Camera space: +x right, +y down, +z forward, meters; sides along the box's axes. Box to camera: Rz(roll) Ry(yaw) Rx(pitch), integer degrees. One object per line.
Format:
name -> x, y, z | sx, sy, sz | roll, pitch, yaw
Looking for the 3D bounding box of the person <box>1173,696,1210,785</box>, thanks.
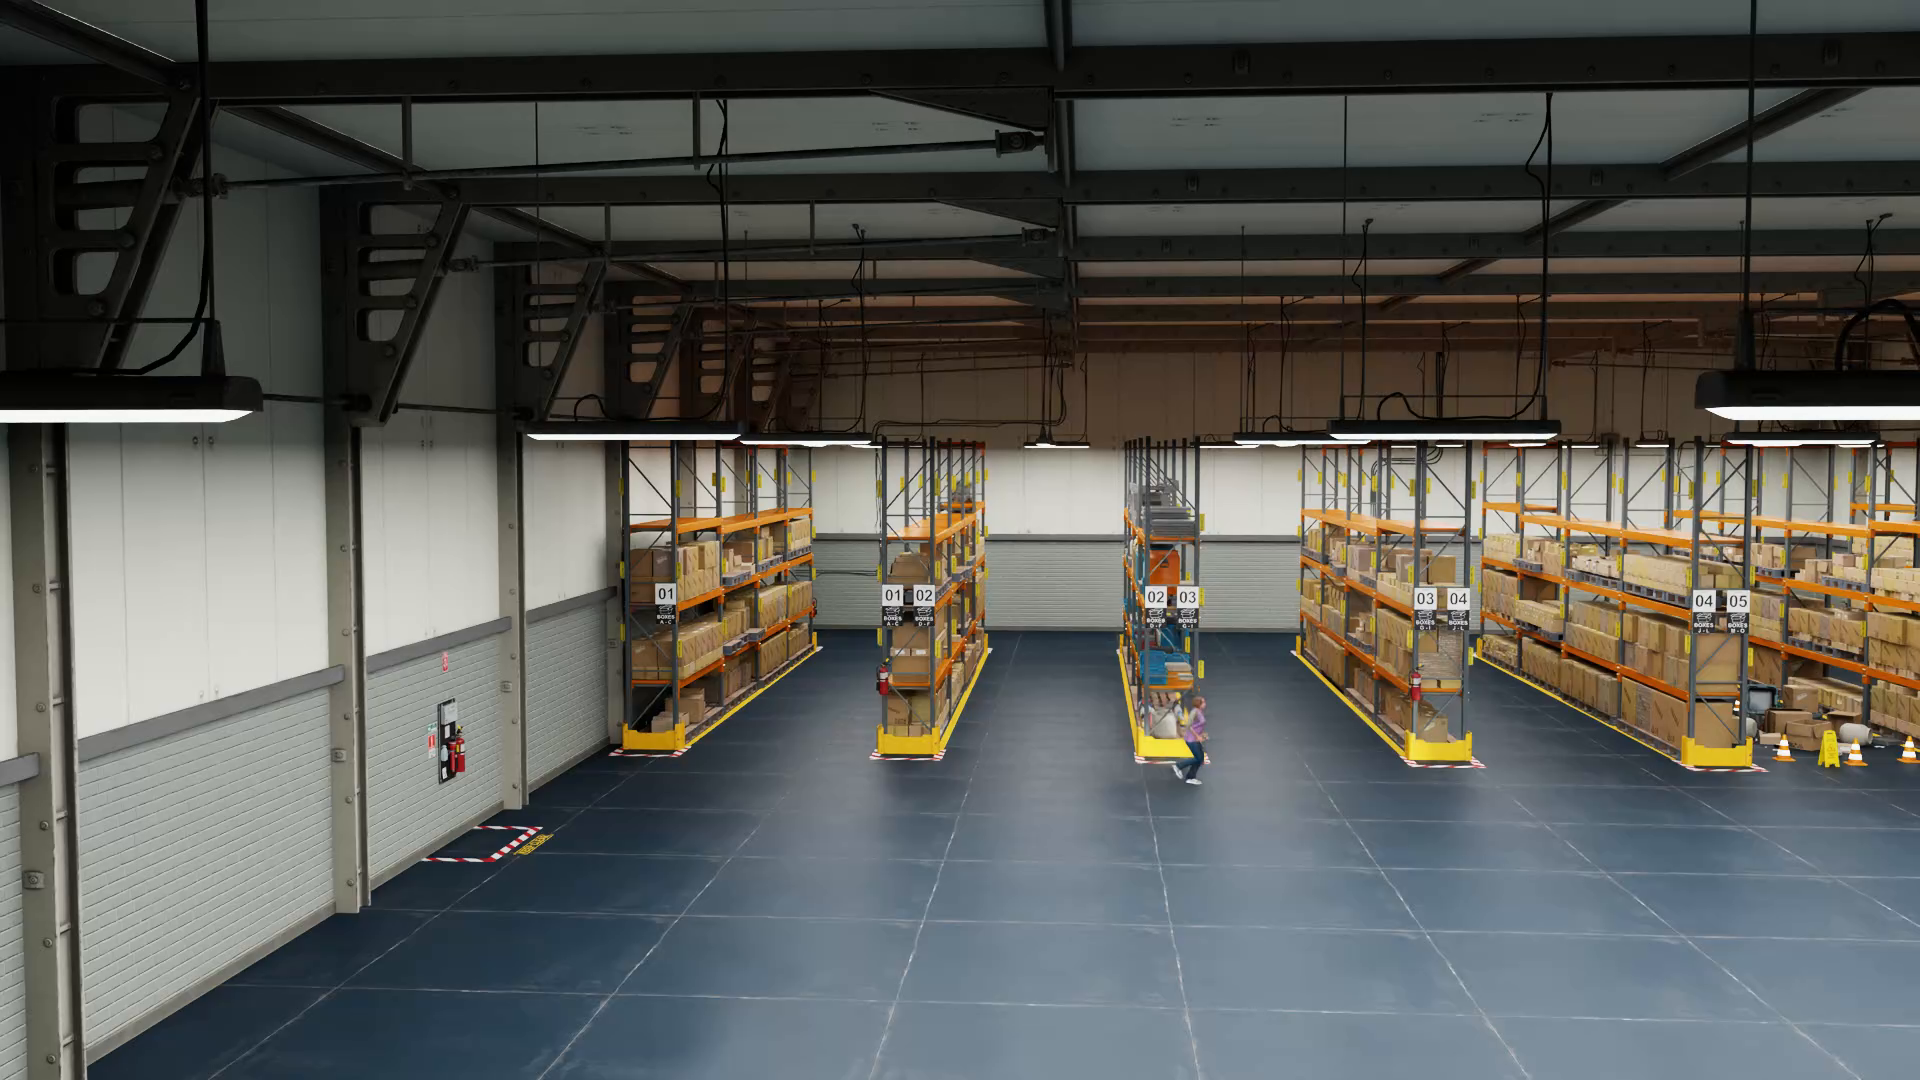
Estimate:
person -> 3.962, 3.447, 28.571 | 0.579, 1.511, 0.540 | 1, 3, 24
